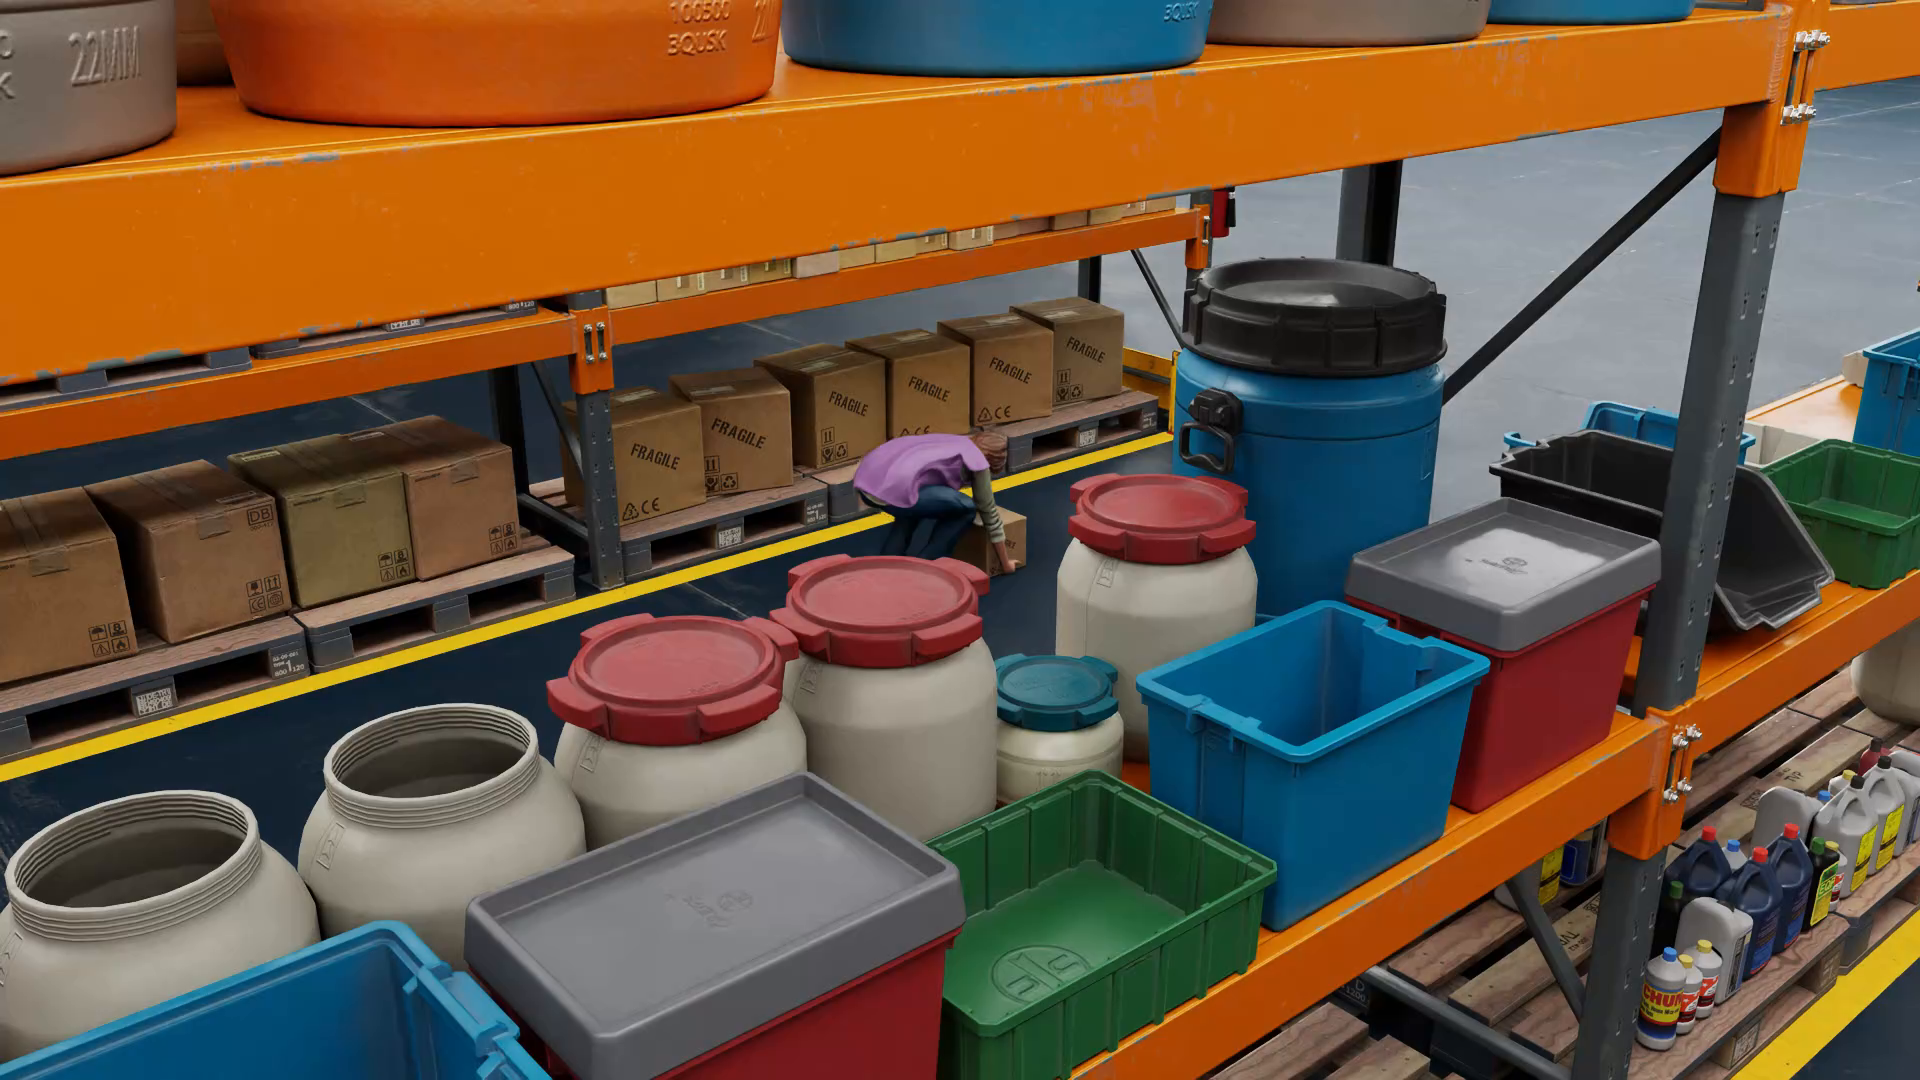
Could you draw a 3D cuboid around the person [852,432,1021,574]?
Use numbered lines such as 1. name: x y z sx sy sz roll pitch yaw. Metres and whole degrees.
1. person: -0.112 -0.139 7.672 0.873 0.758 0.422 -18 28 -39
